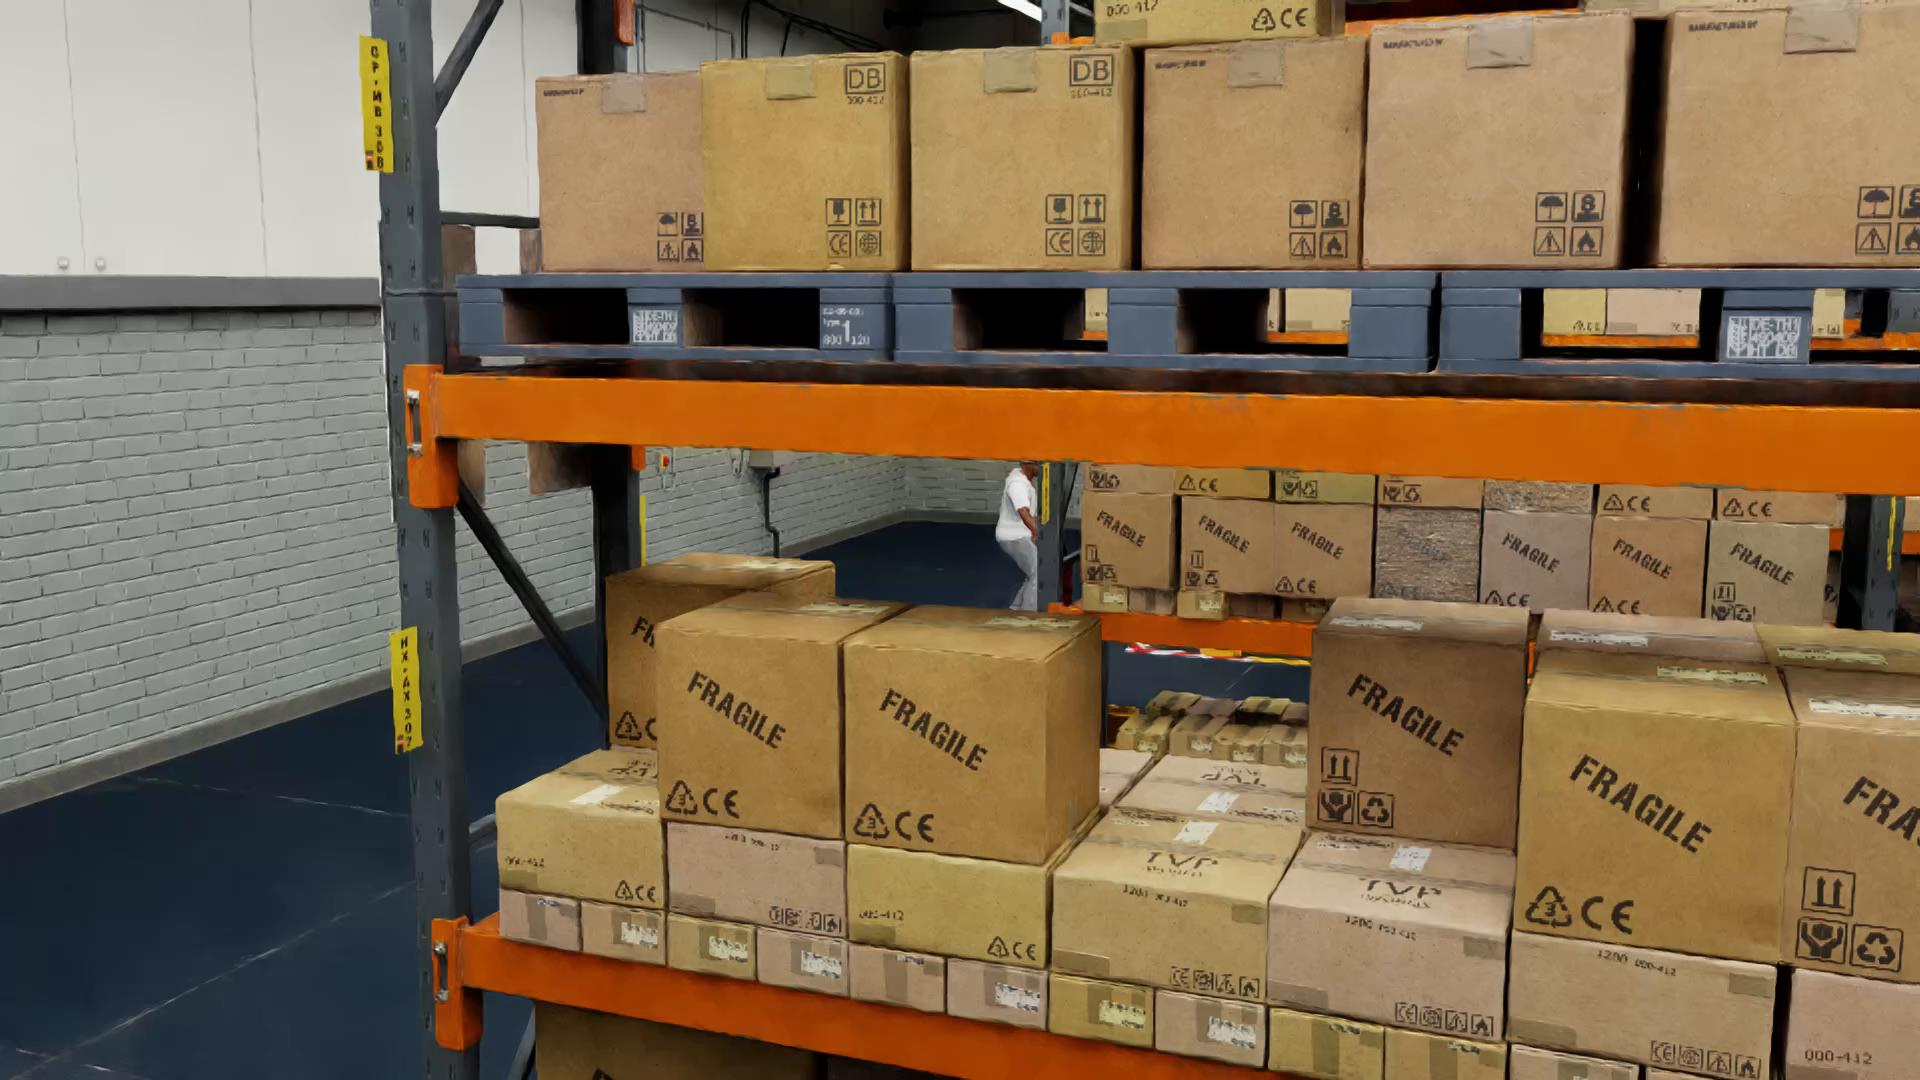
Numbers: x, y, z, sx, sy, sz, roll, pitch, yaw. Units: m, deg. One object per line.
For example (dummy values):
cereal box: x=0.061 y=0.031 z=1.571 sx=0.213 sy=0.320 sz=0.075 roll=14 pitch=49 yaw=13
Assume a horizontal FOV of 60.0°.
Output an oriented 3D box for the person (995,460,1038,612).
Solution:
person: x=0.581 y=-0.002 z=14.719 sx=0.501 sy=1.686 sz=0.968 roll=-1 pitch=9 yaw=-5
